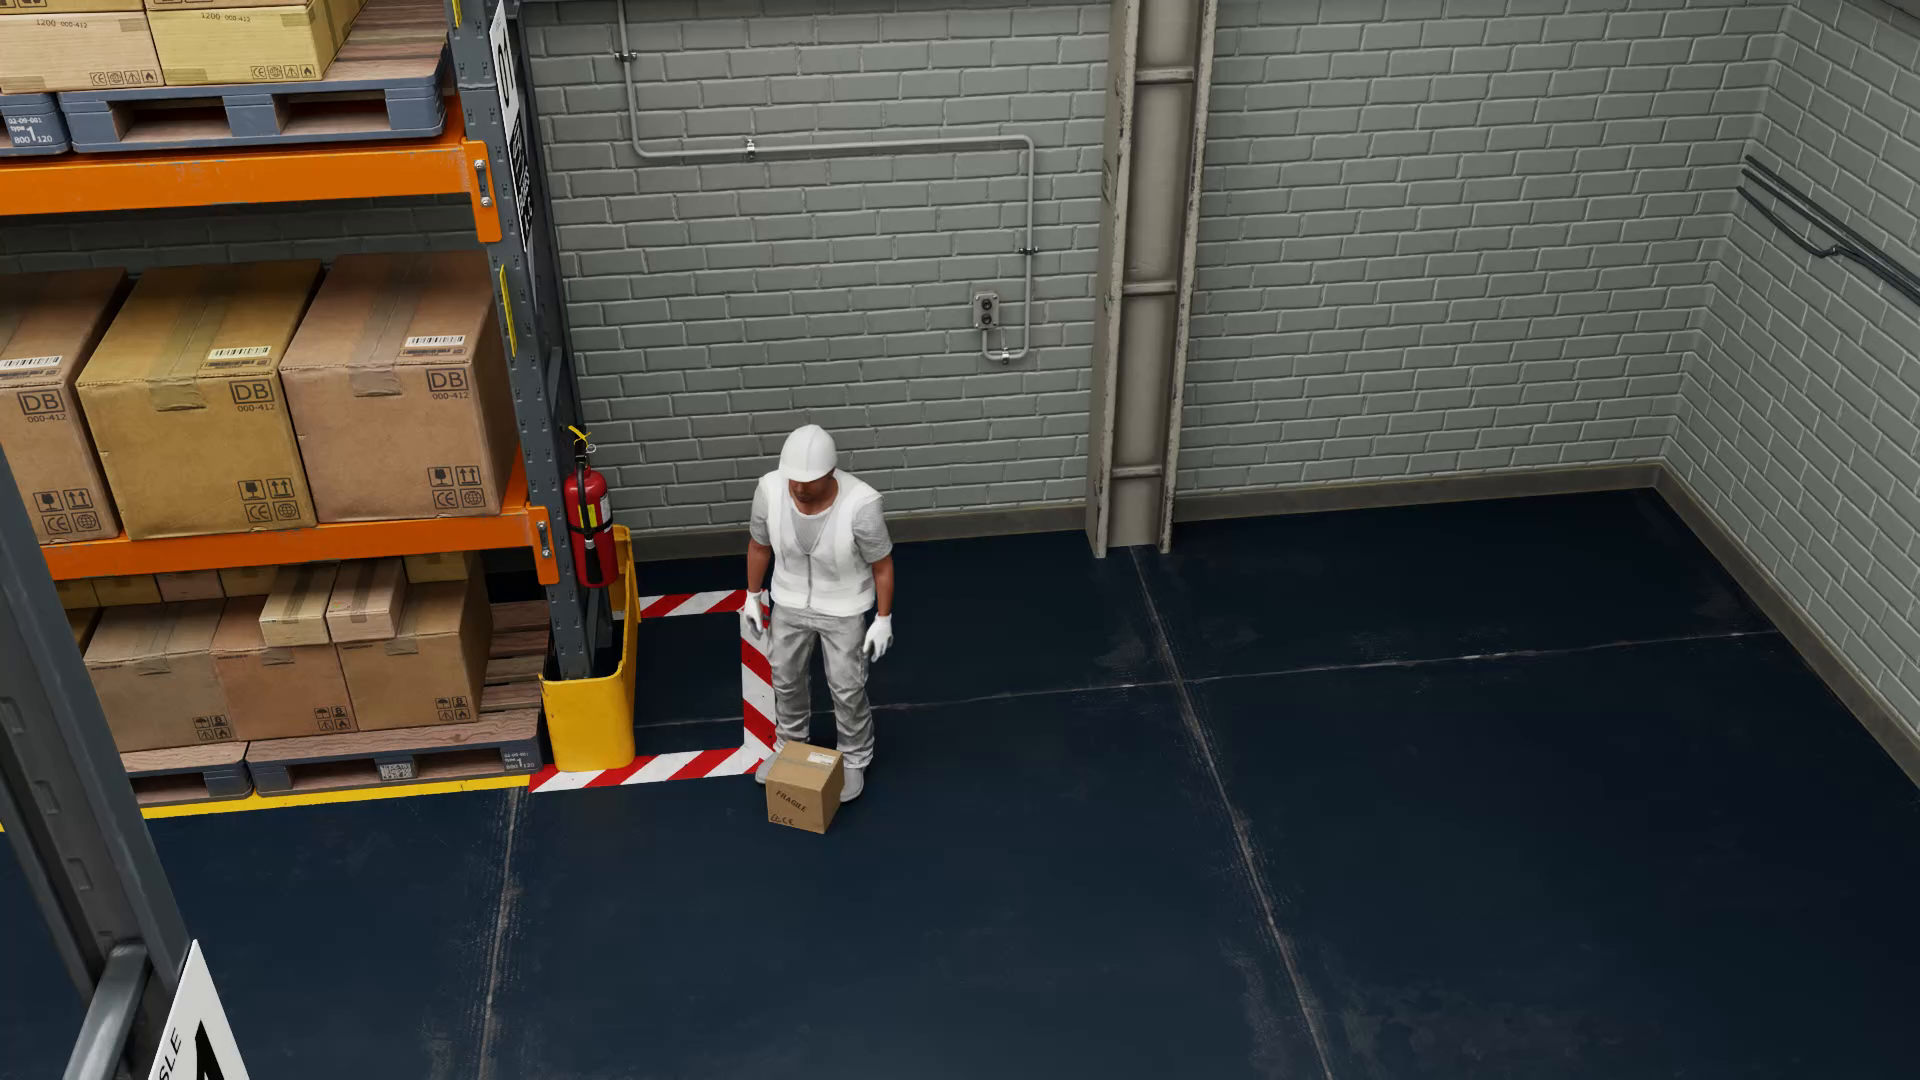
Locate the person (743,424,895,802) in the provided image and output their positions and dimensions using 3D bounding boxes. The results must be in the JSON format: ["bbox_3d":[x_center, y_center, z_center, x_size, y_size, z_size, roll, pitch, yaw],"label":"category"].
[{"bbox_3d":[-0.568,0.284,6.719,0.631,1.775,0.443,10,36,14],"label":"person"}]
